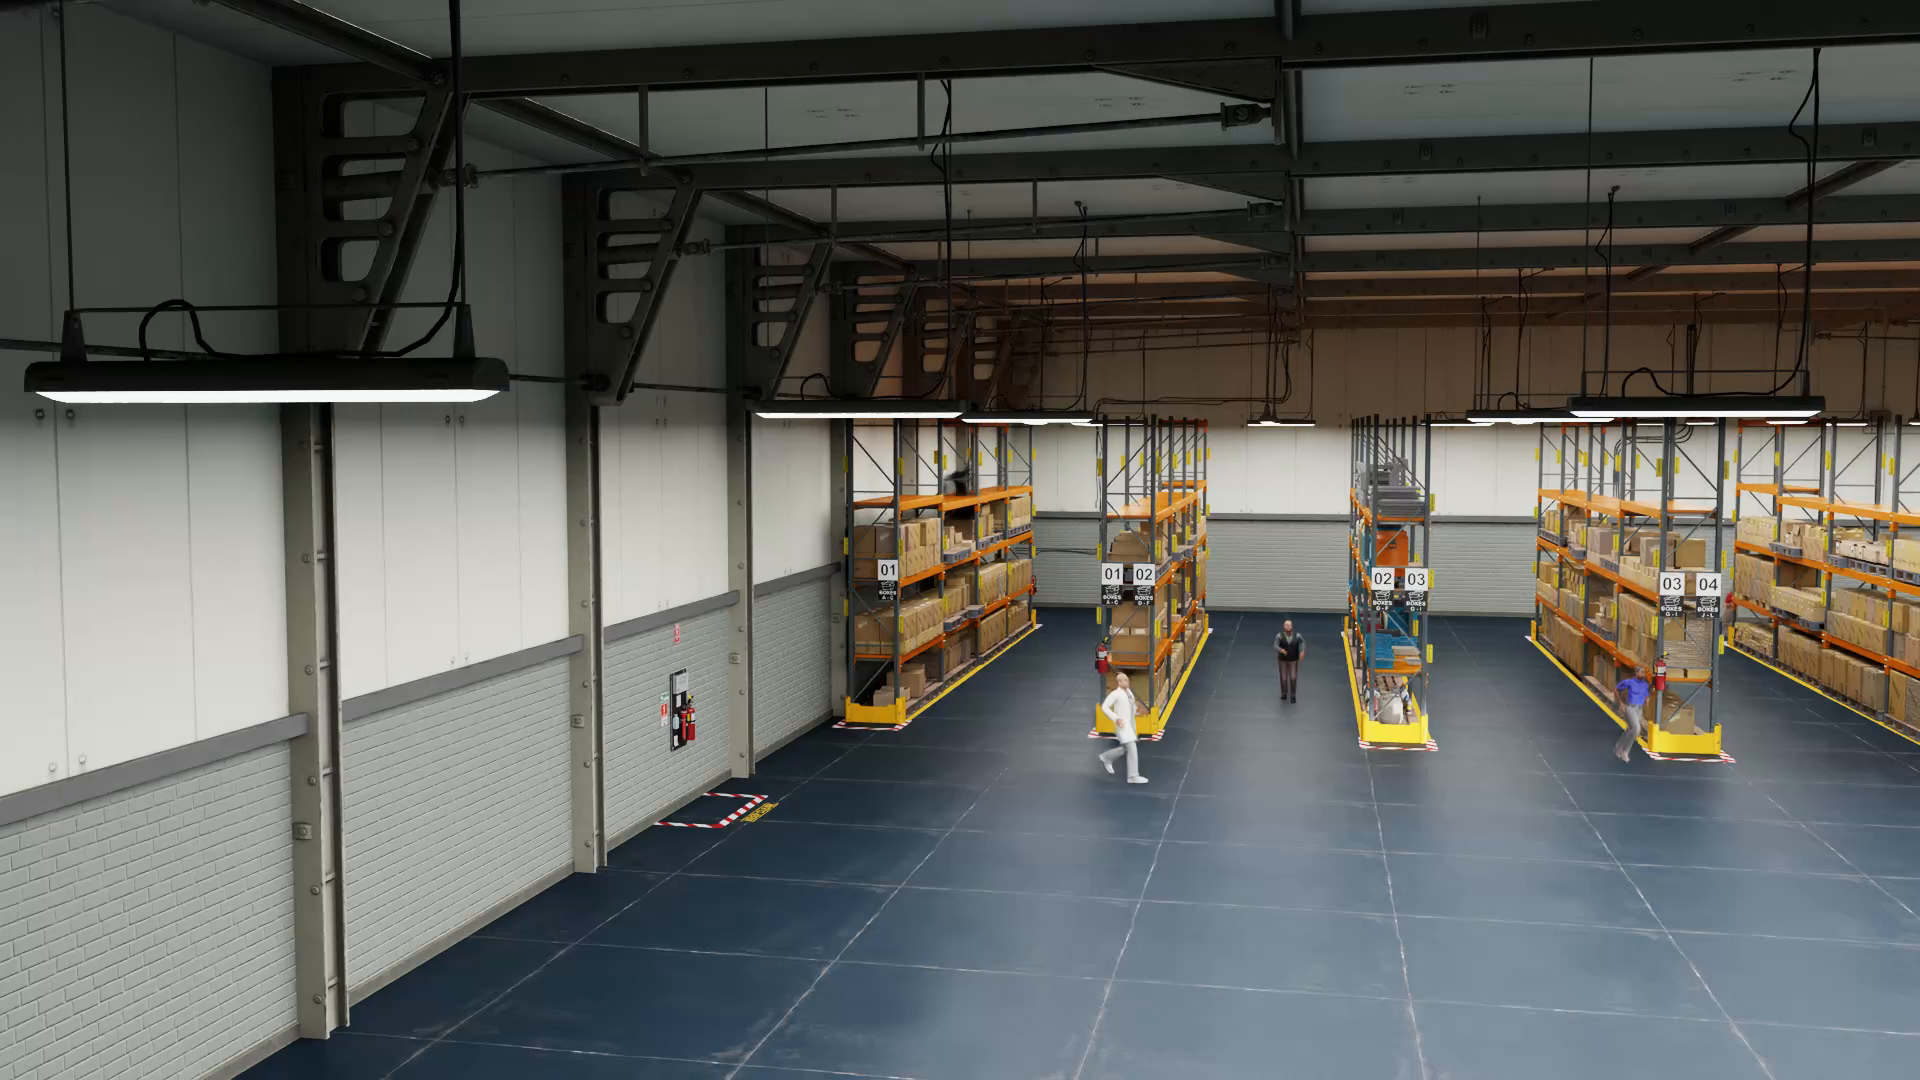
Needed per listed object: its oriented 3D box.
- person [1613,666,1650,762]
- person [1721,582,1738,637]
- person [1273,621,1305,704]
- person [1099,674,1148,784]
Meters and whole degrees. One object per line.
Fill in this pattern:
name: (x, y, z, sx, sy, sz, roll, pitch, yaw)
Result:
person: (11.672, 2.999, 28.821, 0.606, 1.648, 0.637, -2, 4, -22)
person: (20.993, 1.896, 45.342, 0.698, 1.659, 0.767, 2, 4, 29)
person: (6.873, 2.571, 34.751, 0.671, 1.783, 0.733, 1, 4, 9)
person: (2.641, 3.044, 26.992, 0.963, 1.751, 0.716, 3, 5, 35)
